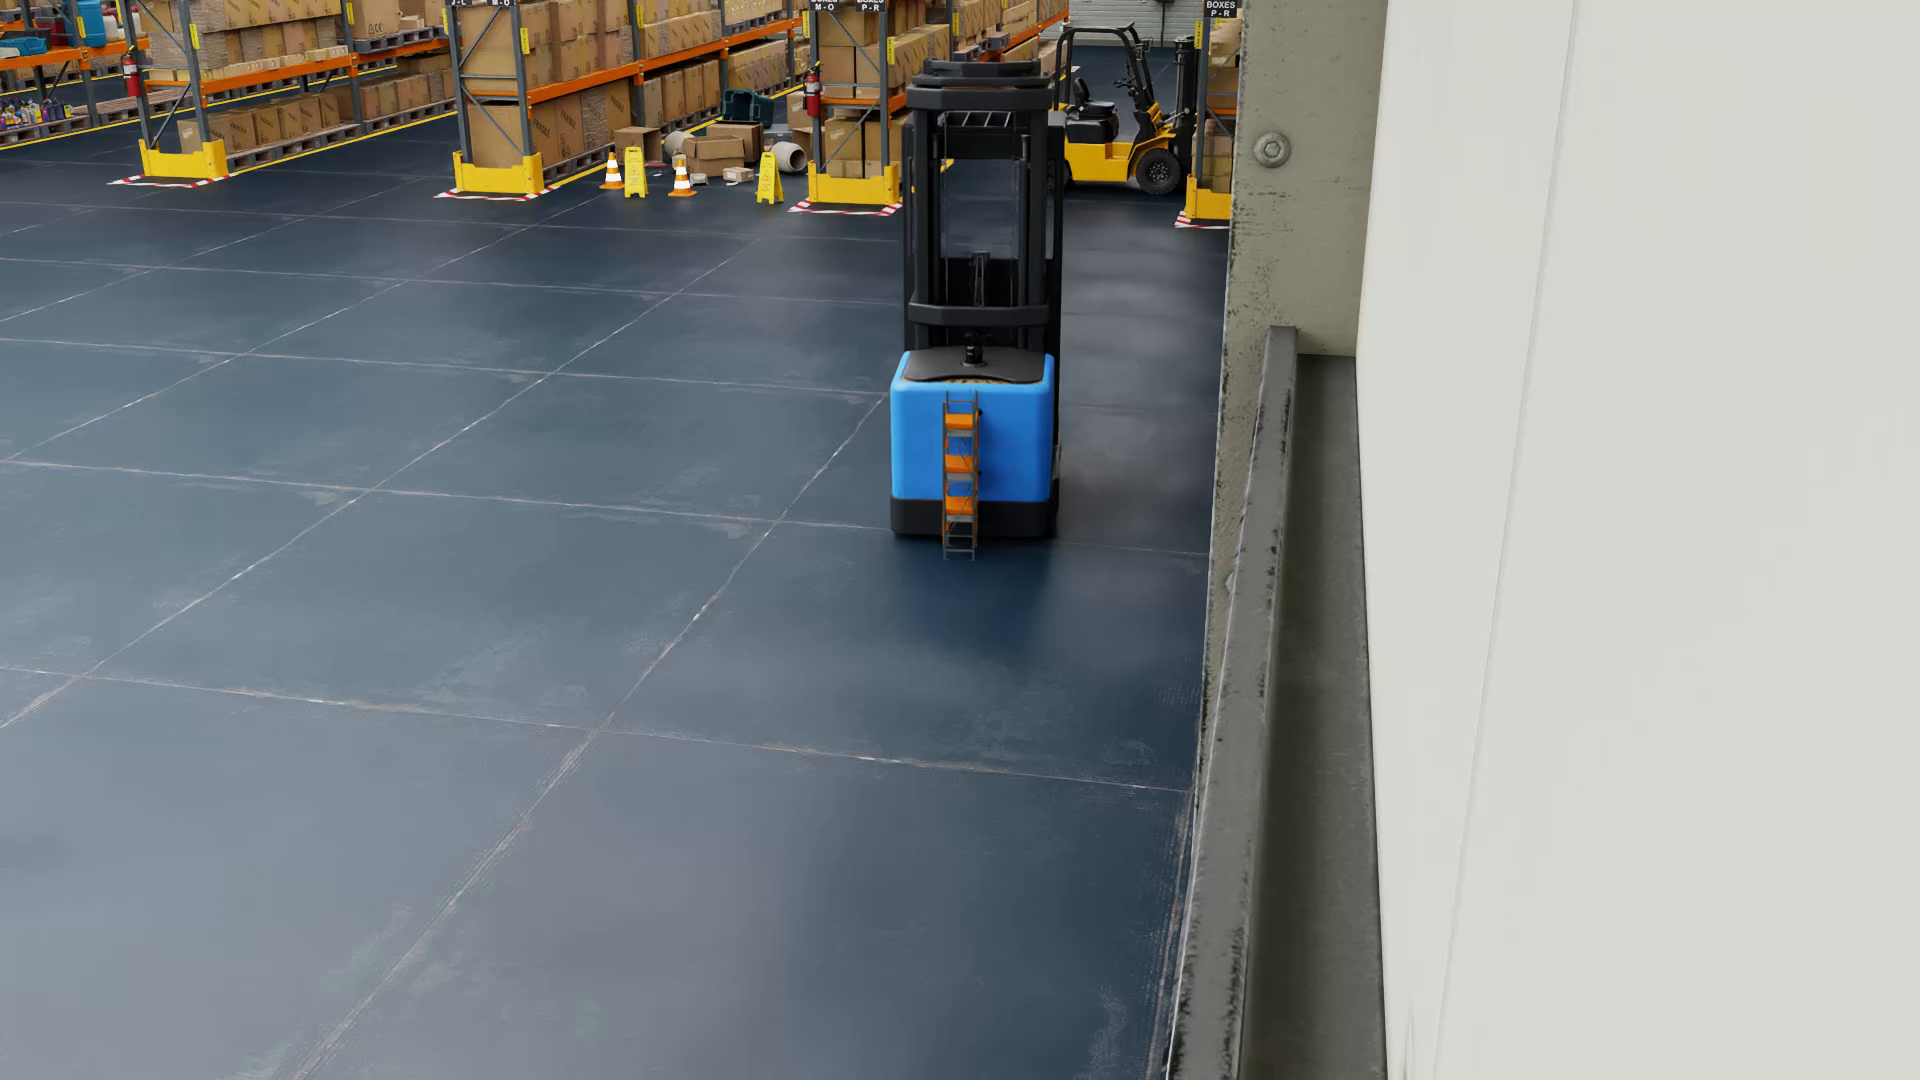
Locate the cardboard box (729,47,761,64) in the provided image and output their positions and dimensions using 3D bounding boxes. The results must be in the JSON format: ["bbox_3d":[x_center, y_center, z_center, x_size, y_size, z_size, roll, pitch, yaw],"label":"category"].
[{"bbox_3d":[-4.055,-9.097,31.220,0.500,0.250,0.500,5,22,11],"label":"cardboard box"}]

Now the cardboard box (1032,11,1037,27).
[{"bbox_3d":[1.188,-9.984,31.844,0.500,0.250,0.500,4,22,10],"label":"cardboard box"}]

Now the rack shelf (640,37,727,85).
[{"bbox_3d":[-5.058,-8.049,27.802,1.077,0.370,4.000,4,22,11],"label":"rack shelf"}]

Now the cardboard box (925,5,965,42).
[{"bbox_3d":[-0.223,-7.840,25.225,0.500,0.500,0.500,5,22,12],"label":"cardboard box"}]

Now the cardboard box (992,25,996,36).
[{"bbox_3d":[0.389,-8.515,27.770,0.380,0.149,0.250,4,22,10],"label":"cardboard box"}]

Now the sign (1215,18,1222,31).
[{"bbox_3d":[3.727,-7.472,23.962,0.100,0.325,0.005,4,22,11],"label":"sign"}]

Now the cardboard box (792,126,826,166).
[{"bbox_3d":[-2.150,-5.865,24.757,0.500,0.500,0.500,-16,27,-35],"label":"cardboard box"}]

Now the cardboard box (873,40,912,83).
[{"bbox_3d":[-0.945,-6.374,22.148,0.500,0.500,0.500,5,23,13],"label":"cardboard box"}]

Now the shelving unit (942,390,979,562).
[{"bbox_3d":[0.002,-0.399,10.454,0.215,1.050,0.252,2,22,4],"label":"shelving unit"}]

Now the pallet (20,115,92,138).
[{"bbox_3d":[-15.328,-6.908,27.738,1.003,0.211,1.213,4,22,11],"label":"pallet"}]

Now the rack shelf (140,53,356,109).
[{"bbox_3d":[-10.709,-7.001,25.200,1.077,0.370,4.000,4,22,11],"label":"rack shelf"}]

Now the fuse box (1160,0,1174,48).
[{"bbox_3d":[5.003,-12.953,40.739,0.539,1.711,0.414,4,22,11],"label":"fuse box"}]

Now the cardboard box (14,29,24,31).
[{"bbox_3d":[-22.649,-11.993,39.414,0.700,0.500,0.500,4,22,9],"label":"cardboard box"}]

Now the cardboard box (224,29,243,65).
[{"bbox_3d":[-10.994,-7.179,24.146,0.875,0.500,0.500,4,22,11],"label":"cardboard box"}]

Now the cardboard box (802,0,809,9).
[{"bbox_3d":[-3.392,-11.105,33.895,0.500,0.500,0.500,4,22,11],"label":"cardboard box"}]

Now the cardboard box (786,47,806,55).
[{"bbox_3d":[-3.412,-10.125,34.452,0.380,0.149,0.250,4,22,10],"label":"cardboard box"}]

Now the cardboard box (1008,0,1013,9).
[{"bbox_3d":[0.648,-9.628,29.287,0.500,0.500,0.500,5,22,11],"label":"cardboard box"}]

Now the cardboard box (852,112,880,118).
[{"bbox_3d":[-1.404,-5.619,22.920,0.500,0.500,0.500,5,23,13],"label":"cardboard box"}]

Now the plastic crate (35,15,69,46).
[{"bbox_3d":[-15.351,-8.674,28.305,0.402,0.464,0.583,4,22,11],"label":"plastic crate"}]

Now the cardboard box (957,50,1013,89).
[{"bbox_3d":[0.439,-8.229,29.569,0.875,0.875,0.875,4,22,10],"label":"cardboard box"}]

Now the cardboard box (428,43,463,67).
[{"bbox_3d":[-9.324,-8.989,31.456,1.225,0.875,0.875,3,22,8],"label":"cardboard box"}]

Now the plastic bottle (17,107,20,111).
[{"bbox_3d":[-15.246,-6.891,27.011,0.061,0.283,0.133,4,22,11],"label":"plastic bottle"}]

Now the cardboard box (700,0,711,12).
[{"bbox_3d":[-4.751,-9.461,28.872,0.700,0.500,0.500,4,22,11],"label":"cardboard box"}]

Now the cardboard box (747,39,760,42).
[{"bbox_3d":[-4.243,-9.710,32.743,0.500,0.250,0.500,3,22,9],"label":"cardboard box"}]

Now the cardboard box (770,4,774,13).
[{"bbox_3d":[-3.826,-10.309,32.224,0.380,0.149,0.250,4,22,11],"label":"cardboard box"}]

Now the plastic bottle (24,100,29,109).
[{"bbox_3d":[-15.579,-7.177,27.720,0.061,0.283,0.133,4,22,11],"label":"plastic bottle"}]

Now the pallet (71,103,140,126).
[{"bbox_3d":[-15.028,-7.441,29.061,1.003,0.211,1.213,4,22,11],"label":"pallet"}]

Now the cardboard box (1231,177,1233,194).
[{"bbox_3d":[3.736,-4.555,21.282,0.500,0.250,0.500,5,22,11],"label":"cardboard box"}]

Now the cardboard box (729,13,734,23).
[{"bbox_3d":[-4.306,-9.439,30.064,0.380,0.149,0.250,6,23,14],"label":"cardboard box"}]

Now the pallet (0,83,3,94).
[{"bbox_3d":[-19.388,-8.694,32.174,1.003,0.211,1.213,4,22,11],"label":"pallet"}]

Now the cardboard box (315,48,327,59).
[{"bbox_3d":[-10.227,-7.671,26.237,0.380,0.149,0.250,4,22,11],"label":"cardboard box"}]

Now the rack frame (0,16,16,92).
[{"bbox_3d":[-19.182,-10.286,32.393,1.000,3.000,0.127,4,22,11],"label":"rack frame"}]

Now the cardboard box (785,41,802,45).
[{"bbox_3d":[-3.608,-10.633,35.711,0.380,0.149,0.250,5,23,13],"label":"cardboard box"}]

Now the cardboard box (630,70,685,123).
[{"bbox_3d":[-5.227,-7.389,27.649,1.050,0.750,0.750,4,22,11],"label":"cardboard box"}]

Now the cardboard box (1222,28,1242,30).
[{"bbox_3d":[3.686,-6.756,22.227,0.380,0.149,0.250,5,22,11],"label":"cardboard box"}]

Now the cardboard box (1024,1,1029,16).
[{"bbox_3d":[0.986,-9.846,30.832,0.500,0.250,0.500,5,22,12],"label":"cardboard box"}]

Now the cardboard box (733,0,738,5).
[{"bbox_3d":[-4.259,-9.811,30.190,0.380,0.149,0.250,4,22,11],"label":"cardboard box"}]

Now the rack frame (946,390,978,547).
[{"bbox_3d":[0.011,-0.444,10.567,0.200,1.050,0.008,2,22,4],"label":"rack frame"}]

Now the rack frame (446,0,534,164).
[{"bbox_3d":[-6.282,-6.189,22.219,1.000,3.000,0.127,4,22,11],"label":"rack frame"}]

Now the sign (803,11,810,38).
[{"bbox_3d":[-1.955,-6.581,21.222,0.100,0.325,0.005,4,22,11],"label":"sign"}]

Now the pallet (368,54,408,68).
[{"bbox_3d":[-13.159,-10.796,37.391,1.003,0.211,1.213,4,22,11],"label":"pallet"}]

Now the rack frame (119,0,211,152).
[{"bbox_3d":[-11.117,-6.604,23.250,1.000,3.000,0.127,4,22,11],"label":"rack frame"}]

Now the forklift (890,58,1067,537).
[{"bbox_3d":[0.173,-1.884,11.623,1.130,2.935,3.031,2,22,4],"label":"forklift"}]

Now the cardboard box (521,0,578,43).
[{"bbox_3d":[-5.899,-7.294,23.319,0.875,0.550,0.550,4,22,11],"label":"cardboard box"}]

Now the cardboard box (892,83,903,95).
[{"bbox_3d":[-0.973,-6.024,22.148,0.380,0.149,0.250,4,22,9],"label":"cardboard box"}]

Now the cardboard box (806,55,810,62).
[{"bbox_3d":[-3.331,-10.084,34.748,0.380,0.149,0.250,6,23,13],"label":"cardboard box"}]

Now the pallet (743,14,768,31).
[{"bbox_3d":[-4.286,-9.752,31.325,1.003,0.211,1.213,4,22,11],"label":"pallet"}]

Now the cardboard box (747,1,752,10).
[{"bbox_3d":[-4.093,-9.963,30.967,0.380,0.149,0.250,4,22,10],"label":"cardboard box"}]

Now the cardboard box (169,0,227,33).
[{"bbox_3d":[-10.738,-7.432,23.436,0.500,0.500,0.500,4,22,11],"label":"cardboard box"}]

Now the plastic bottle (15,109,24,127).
[{"bbox_3d":[-15.159,-6.795,26.788,0.097,0.271,0.097,0,22,0],"label":"plastic bottle"}]

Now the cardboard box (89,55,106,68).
[{"bbox_3d":[-18.398,-10.228,35.005,0.500,0.500,0.500,5,22,12],"label":"cardboard box"}]

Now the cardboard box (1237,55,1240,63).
[{"bbox_3d":[3.377,-6.153,21.128,0.380,0.149,0.250,5,22,12],"label":"cardboard box"}]

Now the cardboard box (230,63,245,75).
[{"bbox_3d":[-10.660,-6.846,24.189,0.380,0.149,0.250,4,22,11],"label":"cardboard box"}]

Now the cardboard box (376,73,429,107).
[{"bbox_3d":[-9.812,-7.916,29.265,0.700,0.500,0.500,6,23,15],"label":"cardboard box"}]

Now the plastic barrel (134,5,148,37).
[{"bbox_3d":[-14.502,-9.267,29.680,0.433,0.535,0.433,0,22,0],"label":"plastic barrel"}]

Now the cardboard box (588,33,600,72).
[{"bbox_3d":[-5.845,-7.194,24.514,0.875,0.550,0.550,4,22,11],"label":"cardboard box"}]
